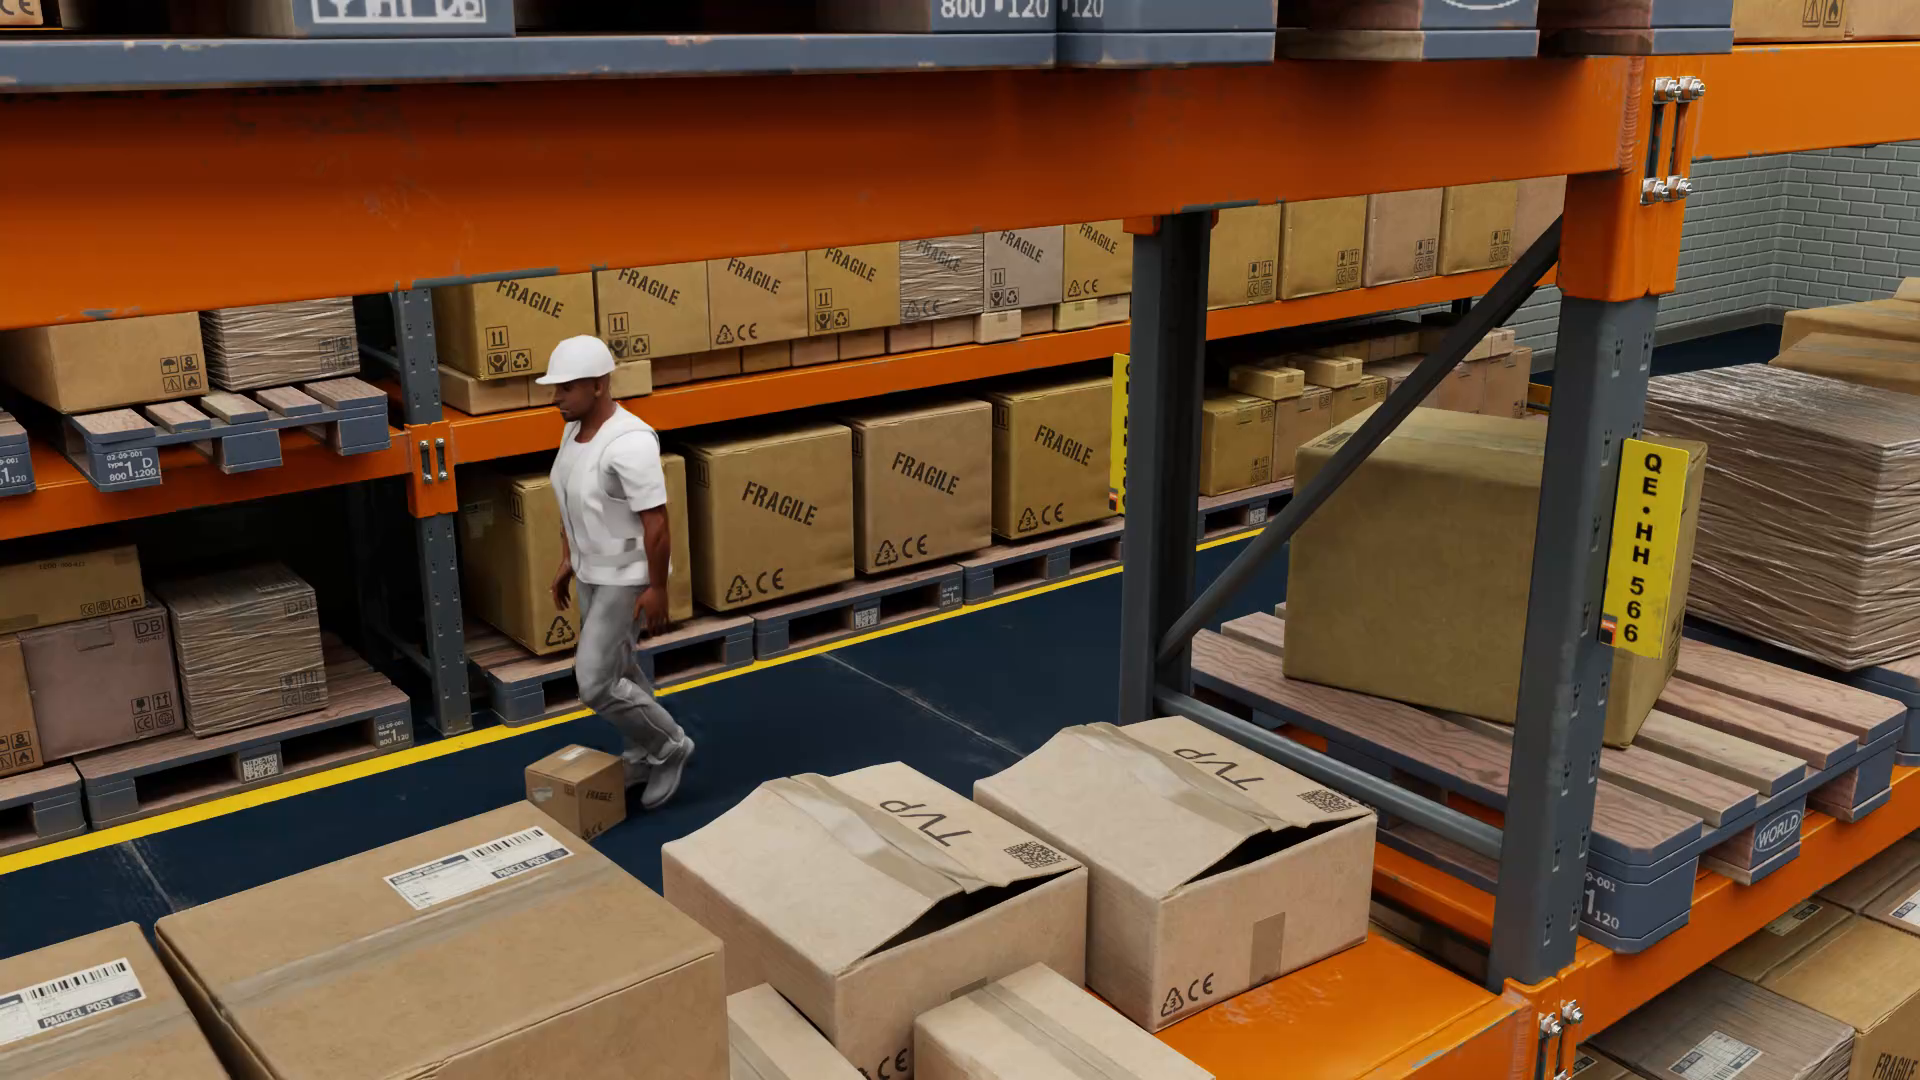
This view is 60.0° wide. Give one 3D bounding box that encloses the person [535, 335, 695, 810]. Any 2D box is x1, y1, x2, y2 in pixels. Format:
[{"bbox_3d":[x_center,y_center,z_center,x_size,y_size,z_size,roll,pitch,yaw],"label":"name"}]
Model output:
[{"bbox_3d":[-1.256,0.138,6.041,0.463,1.779,0.585,-12,21,-33],"label":"person"}]
